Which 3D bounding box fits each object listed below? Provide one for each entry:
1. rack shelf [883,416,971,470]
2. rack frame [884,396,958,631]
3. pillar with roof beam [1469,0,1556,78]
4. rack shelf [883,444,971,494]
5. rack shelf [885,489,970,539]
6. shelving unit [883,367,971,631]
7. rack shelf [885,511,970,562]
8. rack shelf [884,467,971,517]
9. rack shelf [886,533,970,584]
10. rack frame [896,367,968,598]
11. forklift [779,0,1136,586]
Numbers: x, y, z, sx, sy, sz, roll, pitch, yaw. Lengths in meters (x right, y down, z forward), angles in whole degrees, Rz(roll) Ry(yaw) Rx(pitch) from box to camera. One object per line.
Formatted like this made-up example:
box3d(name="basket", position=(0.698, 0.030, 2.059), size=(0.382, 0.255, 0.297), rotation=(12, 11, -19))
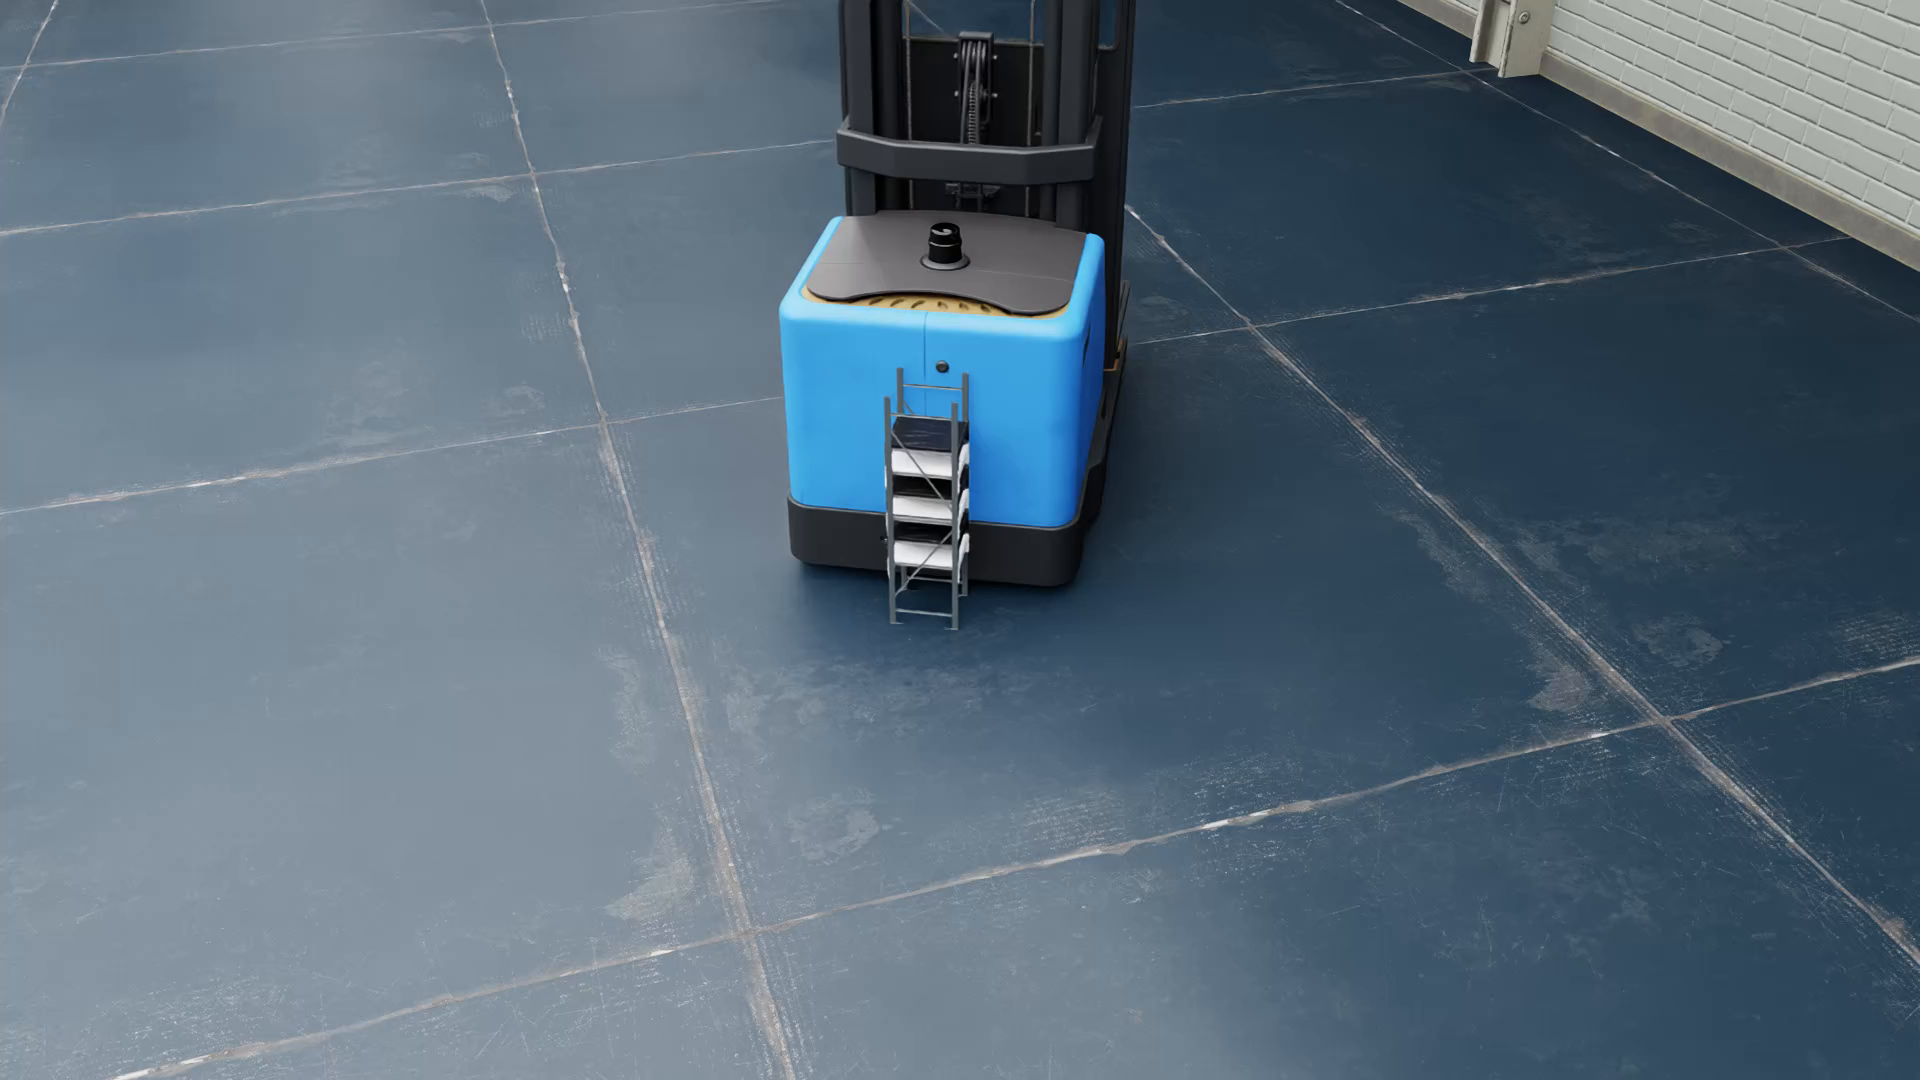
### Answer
box3d(name="rack shelf", position=(-0.108, -0.324, 5.495), size=(0.258, 0.077, 0.200), rotation=(5, 34, 8))
box3d(name="rack frame", position=(-0.125, -0.072, 5.542), size=(0.240, 0.900, 0.006), rotation=(5, 34, 8))
box3d(name="pillar with roof beam", position=(-0.497, -6.157, 7.406), size=(9.100, 9.000, 0.400), rotation=(-10, 35, -15))
box3d(name="rack shelf", position=(-0.108, -0.249, 5.545), size=(0.258, 0.077, 0.200), rotation=(5, 34, 8))
box3d(name="rack shelf", position=(-0.108, -0.099, 5.644), size=(0.258, 0.077, 0.200), rotation=(5, 34, 8))
box3d(name="shelving unit", position=(-0.108, -0.127, 5.626), size=(0.258, 0.900, 0.210), rotation=(5, 34, 8))
box3d(name="rack shelf", position=(-0.108, -0.024, 5.694), size=(0.258, 0.077, 0.200), rotation=(5, 34, 8))
box3d(name="rack shelf", position=(-0.108, -0.174, 5.595), size=(0.258, 0.077, 0.200), rotation=(5, 34, 8))
box3d(name="rack shelf", position=(-0.108, 0.051, 5.743), size=(0.258, 0.077, 0.200), rotation=(5, 34, 8))
box3d(name="rack frame", position=(-0.091, -0.182, 5.709), size=(0.240, 0.900, 0.006), rotation=(5, 34, 8))
box3d(name="forklift", position=(0.137, -1.861, 6.407), size=(1.130, 2.935, 3.031), rotation=(5, 34, 8))
